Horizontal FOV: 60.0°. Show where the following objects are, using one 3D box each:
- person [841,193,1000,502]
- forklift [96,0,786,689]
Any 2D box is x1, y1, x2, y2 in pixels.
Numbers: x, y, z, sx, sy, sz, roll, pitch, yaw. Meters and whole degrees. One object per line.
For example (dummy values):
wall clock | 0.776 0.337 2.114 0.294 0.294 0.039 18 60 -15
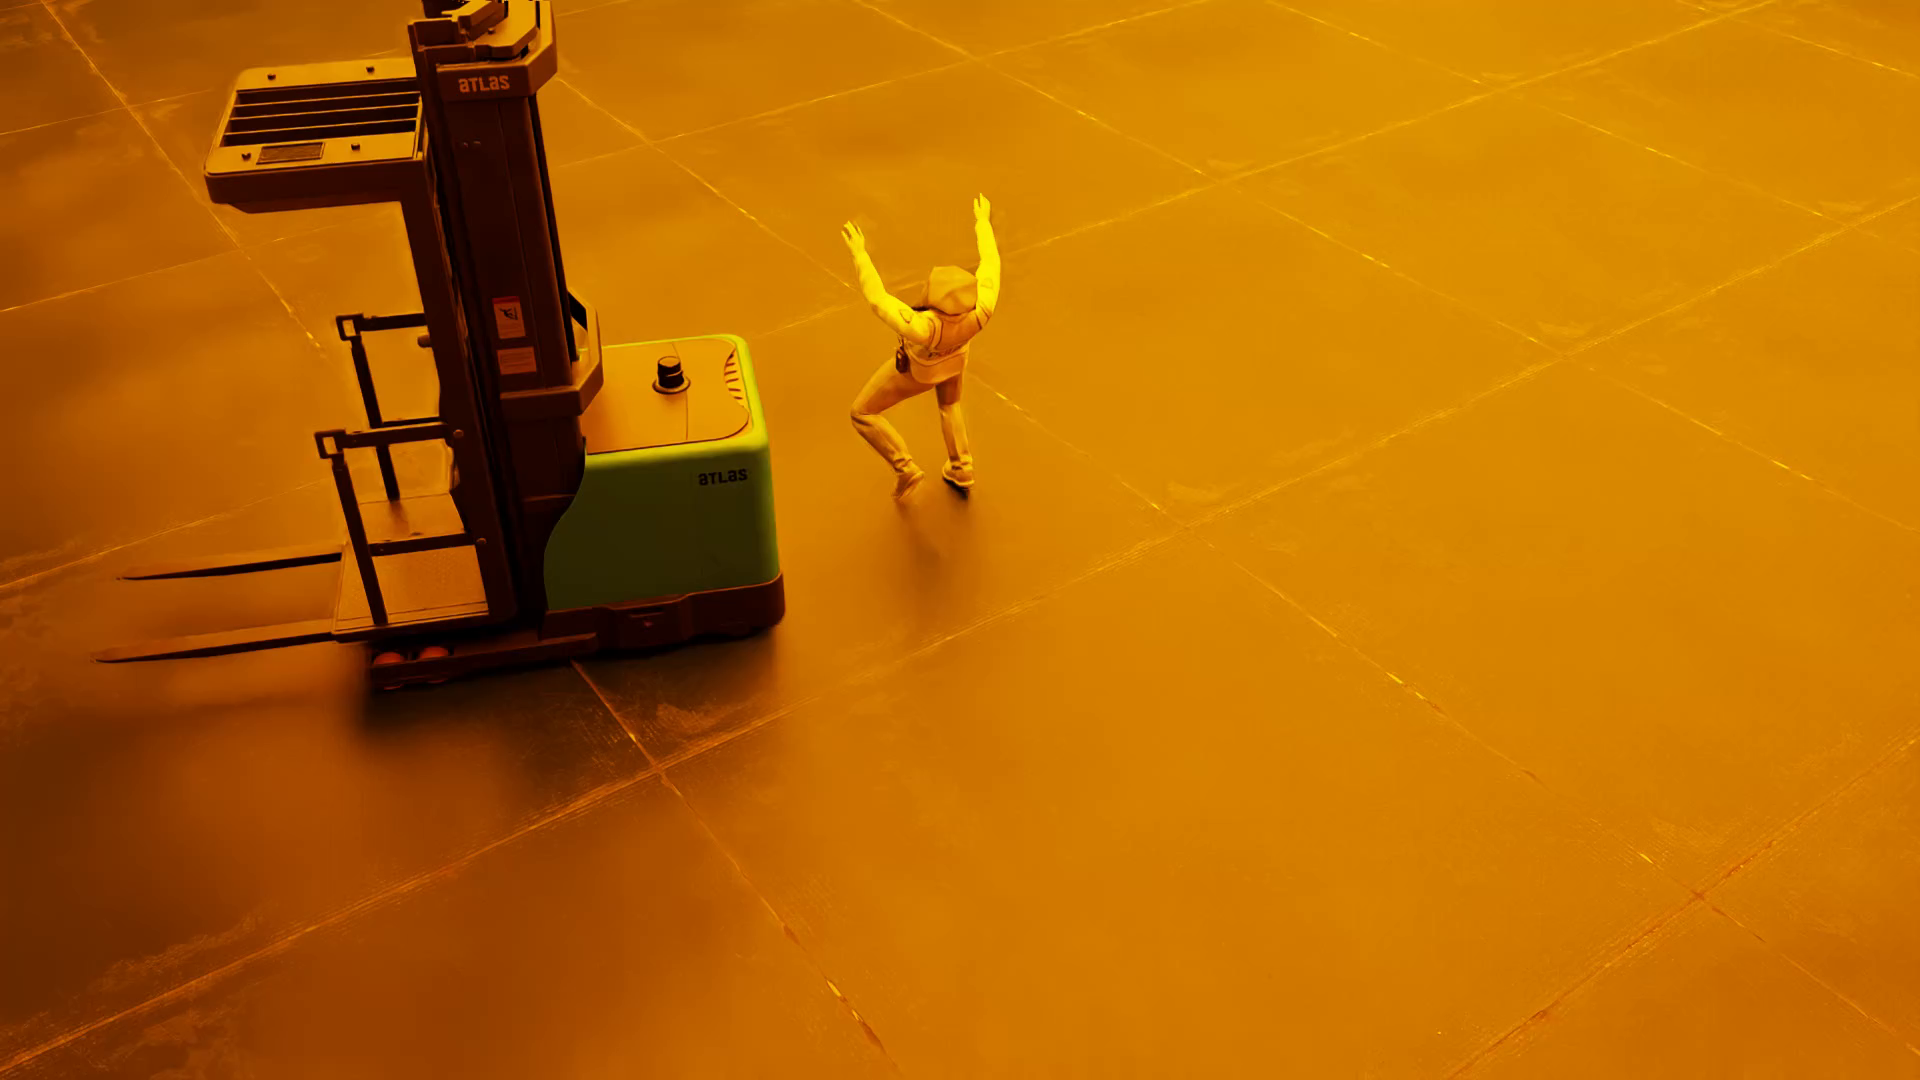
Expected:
person | -0.072 -0.900 8.305 0.907 1.553 0.724 -23 42 -27
forklift | -2.393 -0.851 7.095 3.031 2.935 1.130 -7 37 -10
